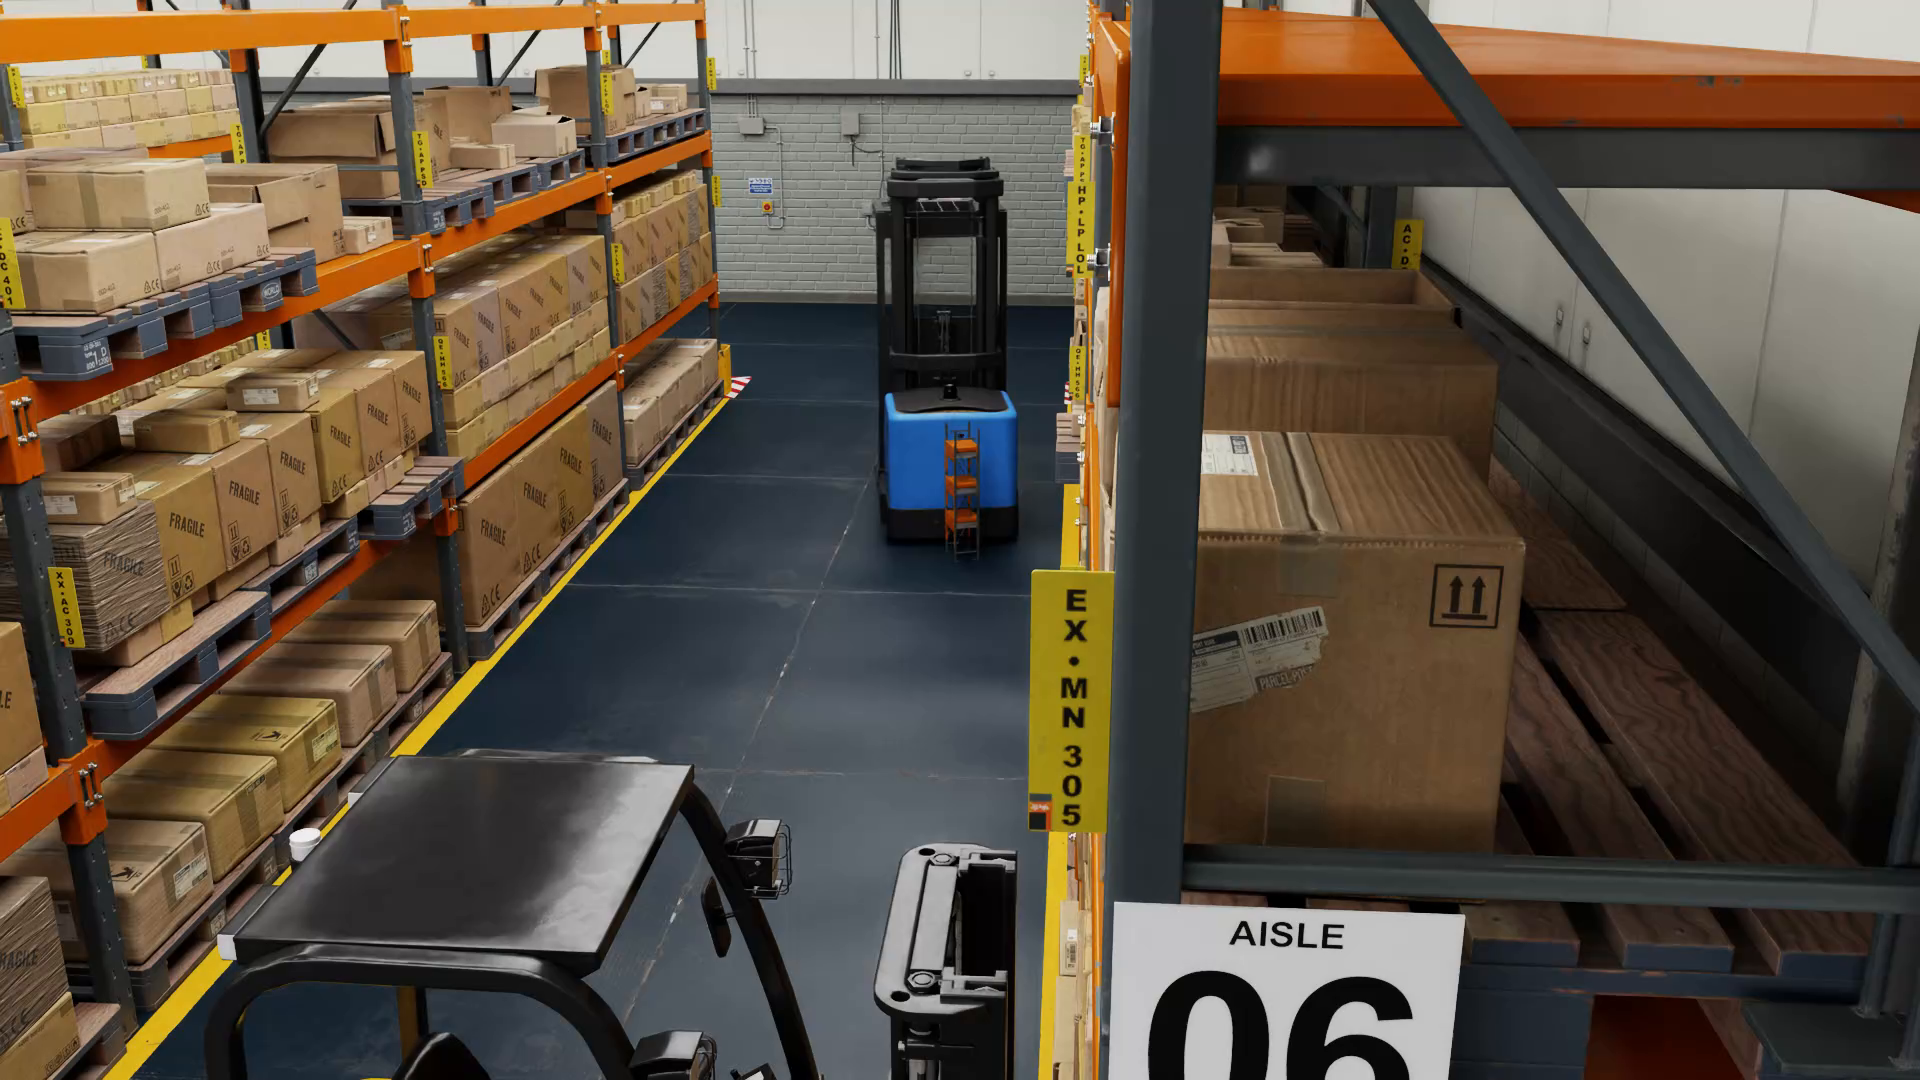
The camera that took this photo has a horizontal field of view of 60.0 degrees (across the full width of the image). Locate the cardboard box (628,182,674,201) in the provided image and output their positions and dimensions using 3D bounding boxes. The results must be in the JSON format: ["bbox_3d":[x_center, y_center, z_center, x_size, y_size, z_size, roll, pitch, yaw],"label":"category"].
[{"bbox_3d":[-2.996,-3.382,16.118,0.380,0.149,0.250,2,18,5],"label":"cardboard box"}]

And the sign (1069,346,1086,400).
[{"bbox_3d":[0.702,-0.992,9.900,0.100,0.325,0.005,1,18,4],"label":"sign"}]

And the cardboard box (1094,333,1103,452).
[{"bbox_3d":[0.548,-0.382,4.335,0.396,0.266,0.258,1,18,3],"label":"cardboard box"}]

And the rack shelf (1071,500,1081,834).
[{"bbox_3d":[1.101,0.493,8.256,1.077,0.370,4.000,1,18,4],"label":"rack shelf"}]

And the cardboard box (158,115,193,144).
[{"bbox_3d":[-7.925,-4.038,16.352,0.500,0.250,0.500,2,18,6],"label":"cardboard box"}]

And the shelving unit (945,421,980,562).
[{"bbox_3d":[0.018,-0.374,12.877,0.215,1.050,0.252,-5,19,-16],"label":"shelving unit"}]

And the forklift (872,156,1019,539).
[{"bbox_3d":[-0.176,-1.816,14.259,1.130,2.935,3.031,-2,18,-5],"label":"forklift"}]

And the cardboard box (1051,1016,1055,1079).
[{"bbox_3d":[0.592,2.022,6.175,0.500,0.250,0.500,1,18,4],"label":"cardboard box"}]

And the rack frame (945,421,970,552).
[{"bbox_3d":[-0.018,-0.410,12.988,0.200,1.050,0.008,-5,19,-16],"label":"rack frame"}]

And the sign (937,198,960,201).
[{"bbox_3d":[-0.160,-4.732,23.199,0.329,0.494,0.001,1,18,4],"label":"sign"}]

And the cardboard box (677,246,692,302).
[{"bbox_3d":[-2.982,-2.640,16.503,0.500,0.500,0.500,2,18,6],"label":"cardboard box"}]

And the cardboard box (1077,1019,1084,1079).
[{"bbox_3d":[0.527,1.488,3.903,0.500,0.500,0.500,1,18,3],"label":"cardboard box"}]

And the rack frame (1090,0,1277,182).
[{"bbox_3d":[1.244,-3.321,9.106,1.000,3.000,0.127,1,18,4],"label":"rack frame"}]

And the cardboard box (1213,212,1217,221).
[{"bbox_3d":[0.821,-1.326,7.145,0.500,0.311,0.500,1,18,2],"label":"cardboard box"}]

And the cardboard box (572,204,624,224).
[{"bbox_3d":[-3.137,-2.825,14.419,0.380,0.149,0.250,2,18,5],"label":"cardboard box"}]

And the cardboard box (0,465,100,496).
[{"bbox_3d":[-4.155,-0.028,7.379,0.500,0.500,0.500,1,18,4],"label":"cardboard box"}]

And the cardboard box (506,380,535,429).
[{"bbox_3d":[-3.359,-0.977,11.829,0.500,0.250,0.500,2,18,6],"label":"cardboard box"}]

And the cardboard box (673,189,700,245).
[{"bbox_3d":[-2.939,-3.269,16.815,0.500,0.500,0.500,1,18,4],"label":"cardboard box"}]

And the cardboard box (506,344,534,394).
[{"bbox_3d":[-3.338,-1.213,11.745,0.500,0.250,0.500,1,18,4],"label":"cardboard box"}]

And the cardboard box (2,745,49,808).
[{"bbox_3d":[-3.713,0.889,6.297,0.380,0.149,0.250,1,18,3],"label":"cardboard box"}]

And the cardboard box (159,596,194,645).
[{"bbox_3d":[-3.612,0.341,7.295,0.380,0.149,0.250,2,18,5],"label":"cardboard box"}]

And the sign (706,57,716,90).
[{"bbox_3d":[-2.593,-4.856,17.314,0.100,0.325,0.005,1,18,4],"label":"sign"}]

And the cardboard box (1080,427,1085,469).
[{"bbox_3d":[0.944,-0.504,9.583,0.500,0.250,0.500,1,18,4],"label":"cardboard box"}]

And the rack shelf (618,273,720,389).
[{"bbox_3d":[-3.277,-2.101,16.174,1.077,0.370,4.000,1,18,4],"label":"rack shelf"}]

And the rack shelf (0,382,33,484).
[{"bbox_3d":[-4.137,0.200,4.332,1.077,0.370,4.000,1,18,4],"label":"rack shelf"}]

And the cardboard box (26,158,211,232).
[{"bbox_3d":[-3.527,-1.456,6.996,0.500,0.250,0.500,1,18,3],"label":"cardboard box"}]

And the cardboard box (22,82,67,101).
[{"bbox_3d":[-8.088,-3.930,14.580,0.380,0.149,0.250,1,18,3],"label":"cardboard box"}]

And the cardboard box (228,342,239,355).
[{"bbox_3d":[-7.939,-2.024,17.731,0.380,0.149,0.250,2,18,5],"label":"cardboard box"}]

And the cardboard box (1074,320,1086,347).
[{"bbox_3d":[1.177,-1.230,11.518,0.797,0.503,0.637,1,18,3],"label":"cardboard box"}]

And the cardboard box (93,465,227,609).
[{"bbox_3d":[-3.639,-0.020,7.355,0.500,0.500,0.500,1,18,4],"label":"cardboard box"}]

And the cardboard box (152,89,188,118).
[{"bbox_3d":[-7.932,-4.268,16.253,0.500,0.250,0.500,2,18,5],"label":"cardboard box"}]

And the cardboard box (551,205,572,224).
[{"bbox_3d":[-3.589,-2.835,14.450,0.380,0.149,0.250,2,18,5],"label":"cardboard box"}]

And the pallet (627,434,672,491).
[{"bbox_3d":[-3.288,-0.731,15.315,1.003,0.211,1.213,1,18,4],"label":"pallet"}]

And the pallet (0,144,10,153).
[{"bbox_3d":[-8.516,-3.048,13.392,1.213,0.211,1.003,1,18,4],"label":"pallet"}]

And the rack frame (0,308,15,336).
[{"bbox_3d":[-3.994,-2.188,5.649,1.000,3.000,0.127,1,18,4],"label":"rack frame"}]

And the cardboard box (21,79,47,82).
[{"bbox_3d":[-8.549,-4.109,15.127,0.380,0.149,0.250,1,18,2],"label":"cardboard box"}]

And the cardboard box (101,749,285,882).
[{"bbox_3d":[-3.911,1.326,8.106,0.950,0.372,0.625,2,18,7],"label":"cardboard box"}]

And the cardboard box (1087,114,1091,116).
[{"bbox_3d":[1.111,-3.000,12.035,0.380,0.149,0.250,2,18,5],"label":"cardboard box"}]

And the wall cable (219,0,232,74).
[{"bbox_3d":[-9.175,-9.344,22.322,2.277,5.999,0.120,1,18,4],"label":"wall cable"}]

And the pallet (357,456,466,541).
[{"bbox_3d":[-3.652,-0.265,9.722,1.213,0.211,1.003,1,18,4],"label":"pallet"}]

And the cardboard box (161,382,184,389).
[{"bbox_3d":[-7.920,-1.471,16.522,0.380,0.149,0.250,1,18,4],"label":"cardboard box"}]

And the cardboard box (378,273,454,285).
[{"bbox_3d":[-3.860,-1.582,11.668,0.500,0.500,0.500,1,18,4],"label":"cardboard box"}]

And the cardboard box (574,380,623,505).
[{"bbox_3d":[-3.385,-0.817,13.838,0.875,0.875,0.875,2,18,6],"label":"cardboard box"}]

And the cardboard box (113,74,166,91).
[{"bbox_3d":[-7.932,-4.418,16.068,0.380,0.149,0.250,2,18,5],"label":"cardboard box"}]

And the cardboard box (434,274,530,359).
[{"bbox_3d":[-3.350,-1.565,11.614,0.500,0.500,0.500,2,18,5],"label":"cardboard box"}]

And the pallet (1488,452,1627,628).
[{"bbox_3d":[0.832,0.032,3.832,1.003,0.211,1.213,1,18,4],"label":"pallet"}]

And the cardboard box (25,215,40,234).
[{"bbox_3d":[-4.055,-1.233,7.117,0.500,0.250,0.500,2,18,5],"label":"cardboard box"}]

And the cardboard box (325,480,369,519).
[{"bbox_3d":[-3.448,-0.225,9.021,0.380,0.149,0.250,2,18,5],"label":"cardboard box"}]

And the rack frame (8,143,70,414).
[{"bbox_3d":[-8.365,-1.901,14.407,1.000,3.000,0.127,1,18,4],"label":"rack frame"}]

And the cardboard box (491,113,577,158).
[{"bbox_3d":[-3.274,-3.126,12.798,0.500,0.311,0.500,1,18,4],"label":"cardboard box"}]

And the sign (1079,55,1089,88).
[{"bbox_3d":[1.276,-4.807,17.056,0.100,0.325,0.005,1,18,4],"label":"sign"}]

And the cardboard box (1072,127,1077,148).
[{"bbox_3d":[1.059,-3.102,12.823,0.380,0.149,0.250,1,18,5],"label":"cardboard box"}]

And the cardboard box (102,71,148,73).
[{"bbox_3d":[-8.457,-4.668,16.831,0.380,0.149,0.250,1,18,4],"label":"cardboard box"}]

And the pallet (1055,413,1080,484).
[{"bbox_3d":[1.223,-0.591,10.717,1.213,0.211,1.003,1,18,4],"label":"pallet"}]

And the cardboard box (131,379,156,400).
[{"bbox_3d":[-7.990,-1.453,15.990,0.380,0.149,0.250,2,18,5],"label":"cardboard box"}]
